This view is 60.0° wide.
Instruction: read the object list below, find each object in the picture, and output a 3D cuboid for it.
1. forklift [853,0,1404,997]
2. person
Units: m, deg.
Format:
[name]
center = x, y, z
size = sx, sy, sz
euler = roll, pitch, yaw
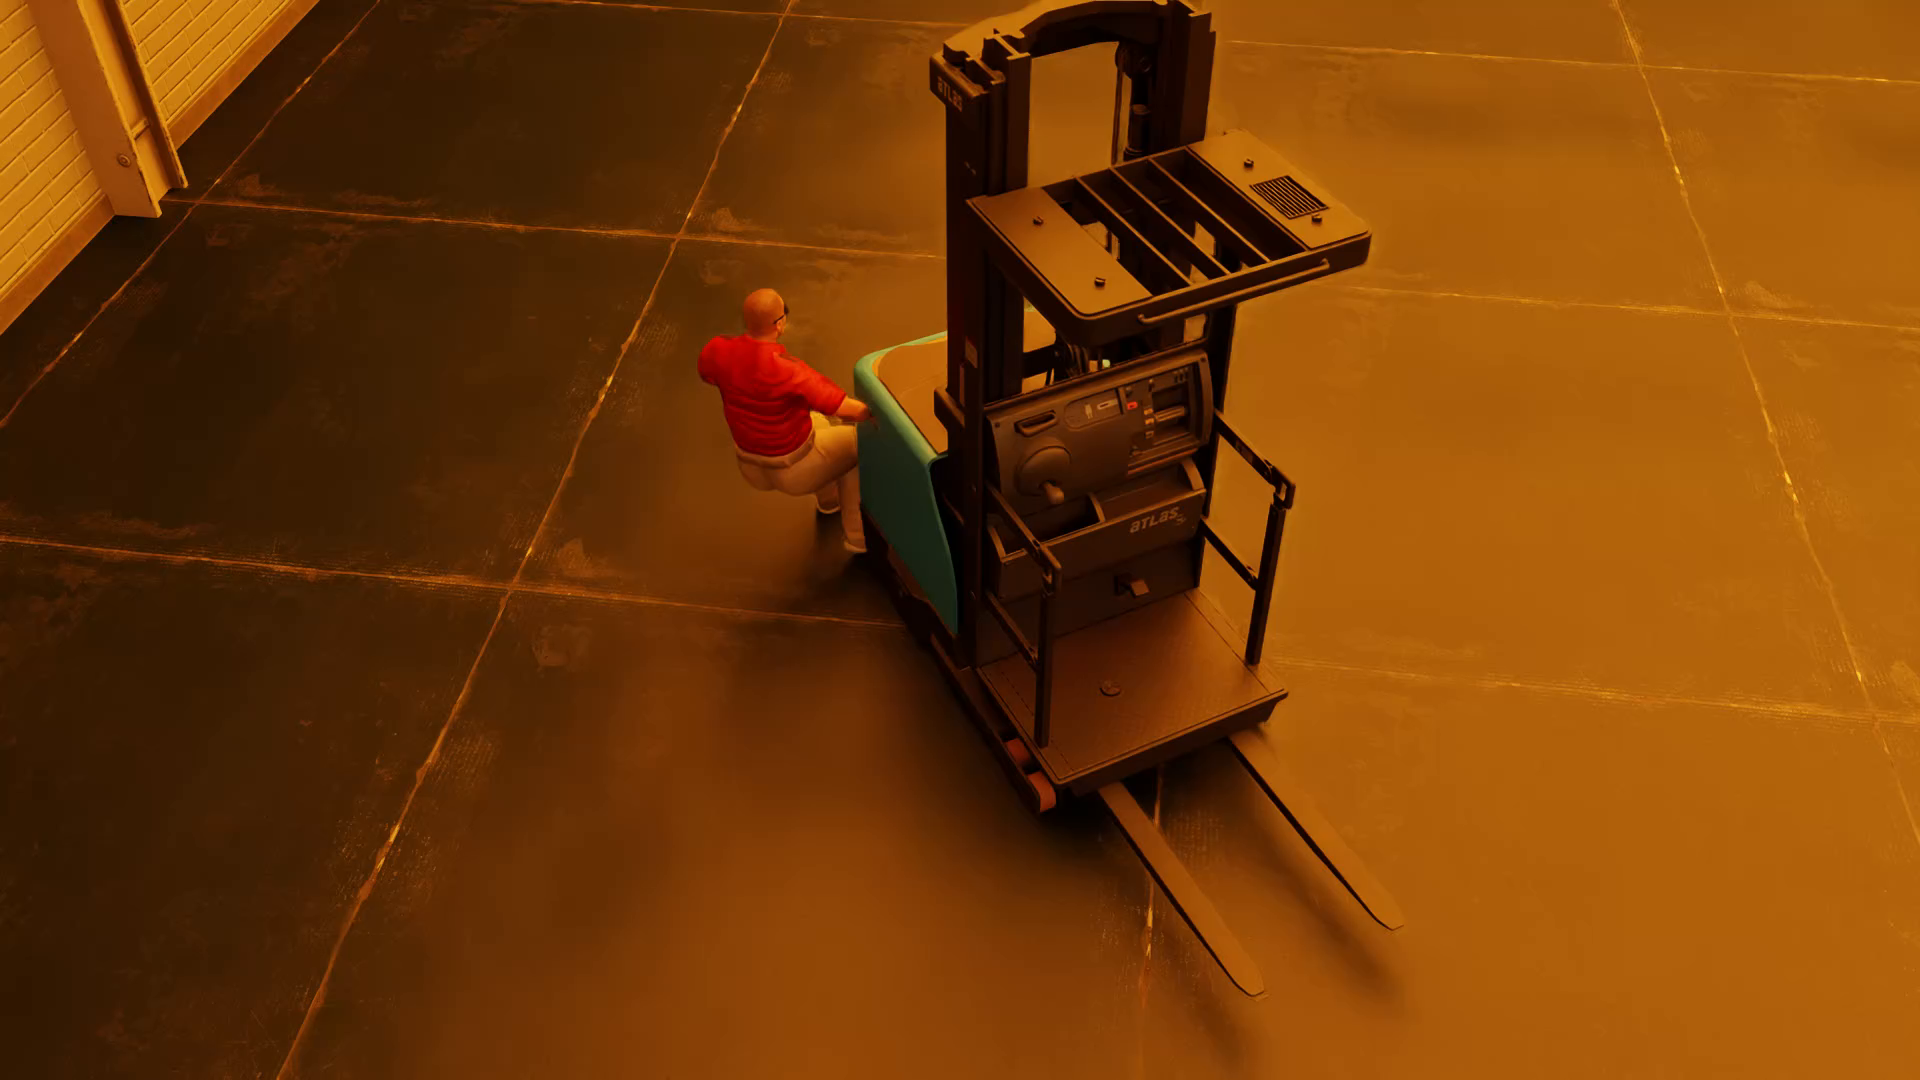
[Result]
[forklift]
center = 0.637, -0.332, 6.085
size = 1.130, 2.935, 3.031
euler = -19, 46, -19
[person]
center = -0.689, -0.570, 7.452
size = 0.819, 1.531, 0.843
euler = 17, 45, 18
